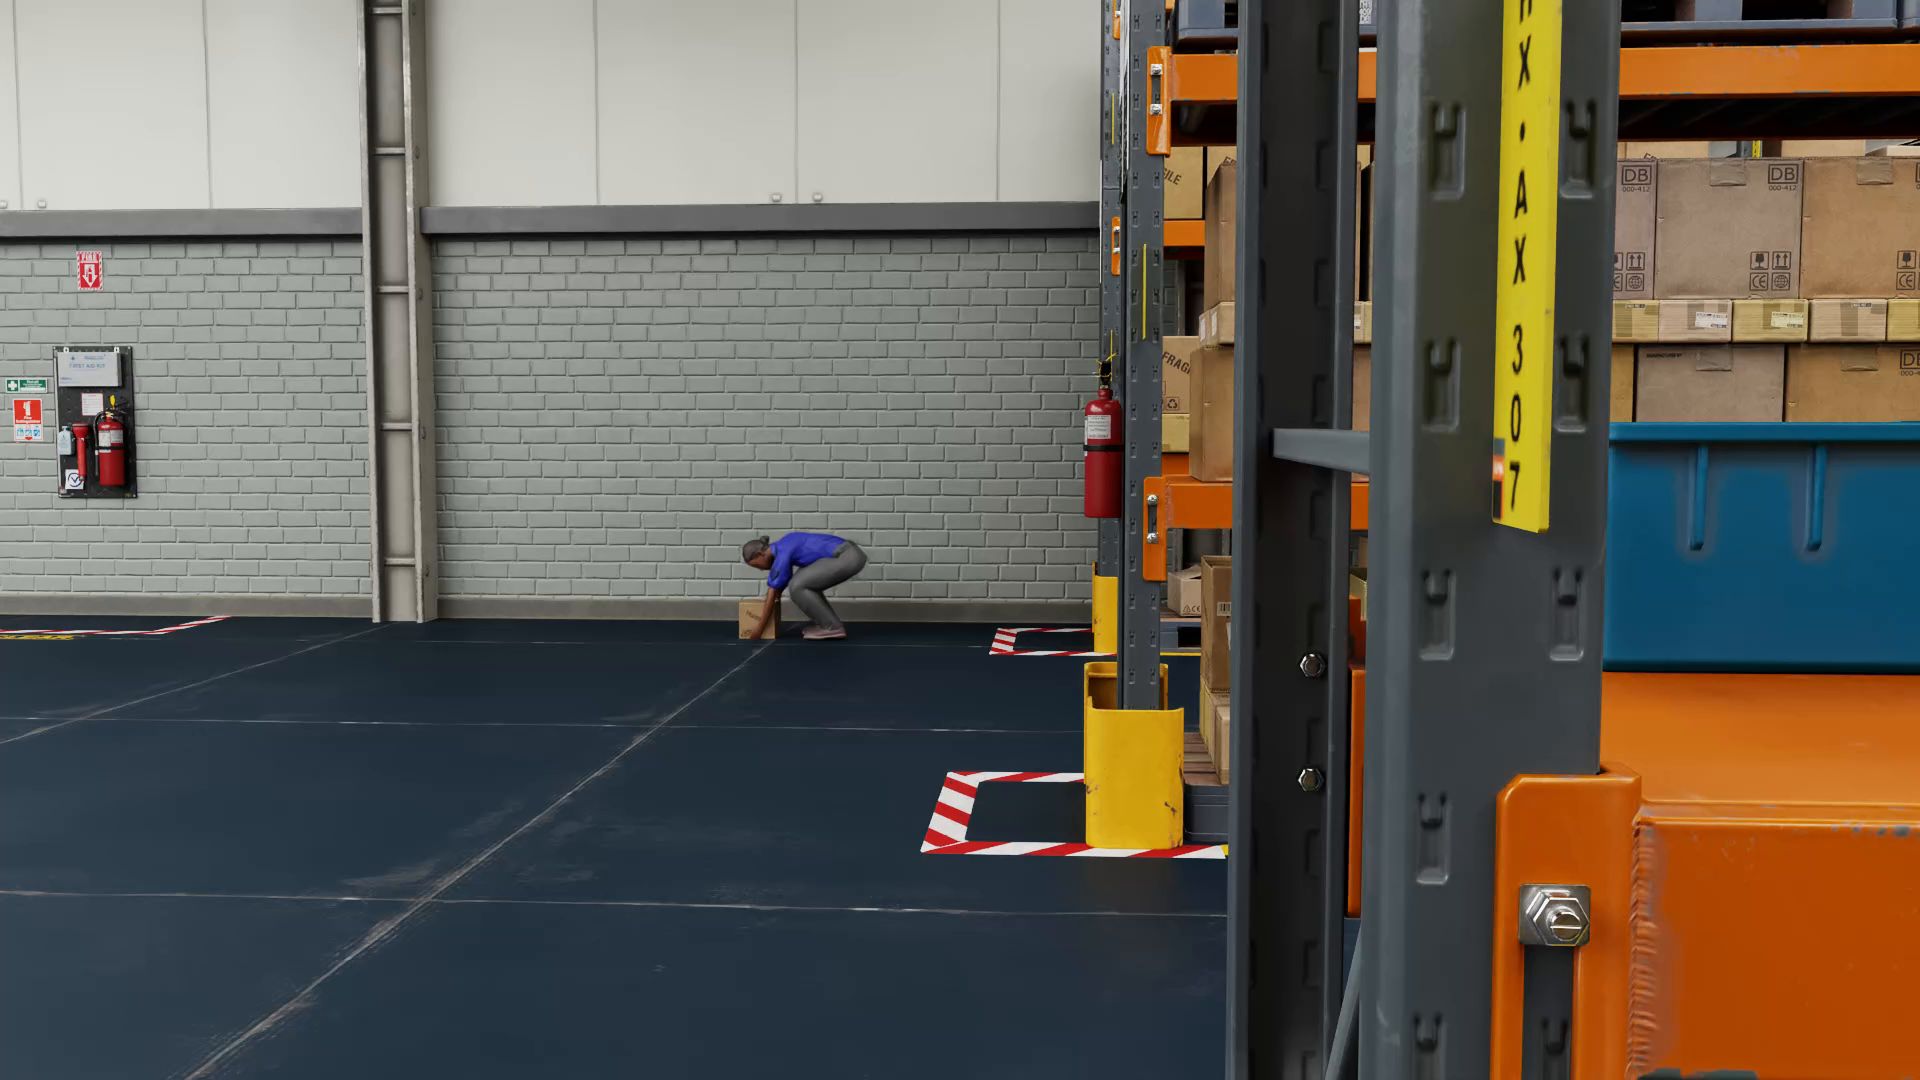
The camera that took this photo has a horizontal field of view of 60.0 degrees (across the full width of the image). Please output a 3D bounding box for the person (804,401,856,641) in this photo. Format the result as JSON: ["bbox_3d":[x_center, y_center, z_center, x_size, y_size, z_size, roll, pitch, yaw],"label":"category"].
[{"bbox_3d":[-0.904,-0.141,11.584,0.349,1.653,0.511,0,4,1],"label":"person"}]
